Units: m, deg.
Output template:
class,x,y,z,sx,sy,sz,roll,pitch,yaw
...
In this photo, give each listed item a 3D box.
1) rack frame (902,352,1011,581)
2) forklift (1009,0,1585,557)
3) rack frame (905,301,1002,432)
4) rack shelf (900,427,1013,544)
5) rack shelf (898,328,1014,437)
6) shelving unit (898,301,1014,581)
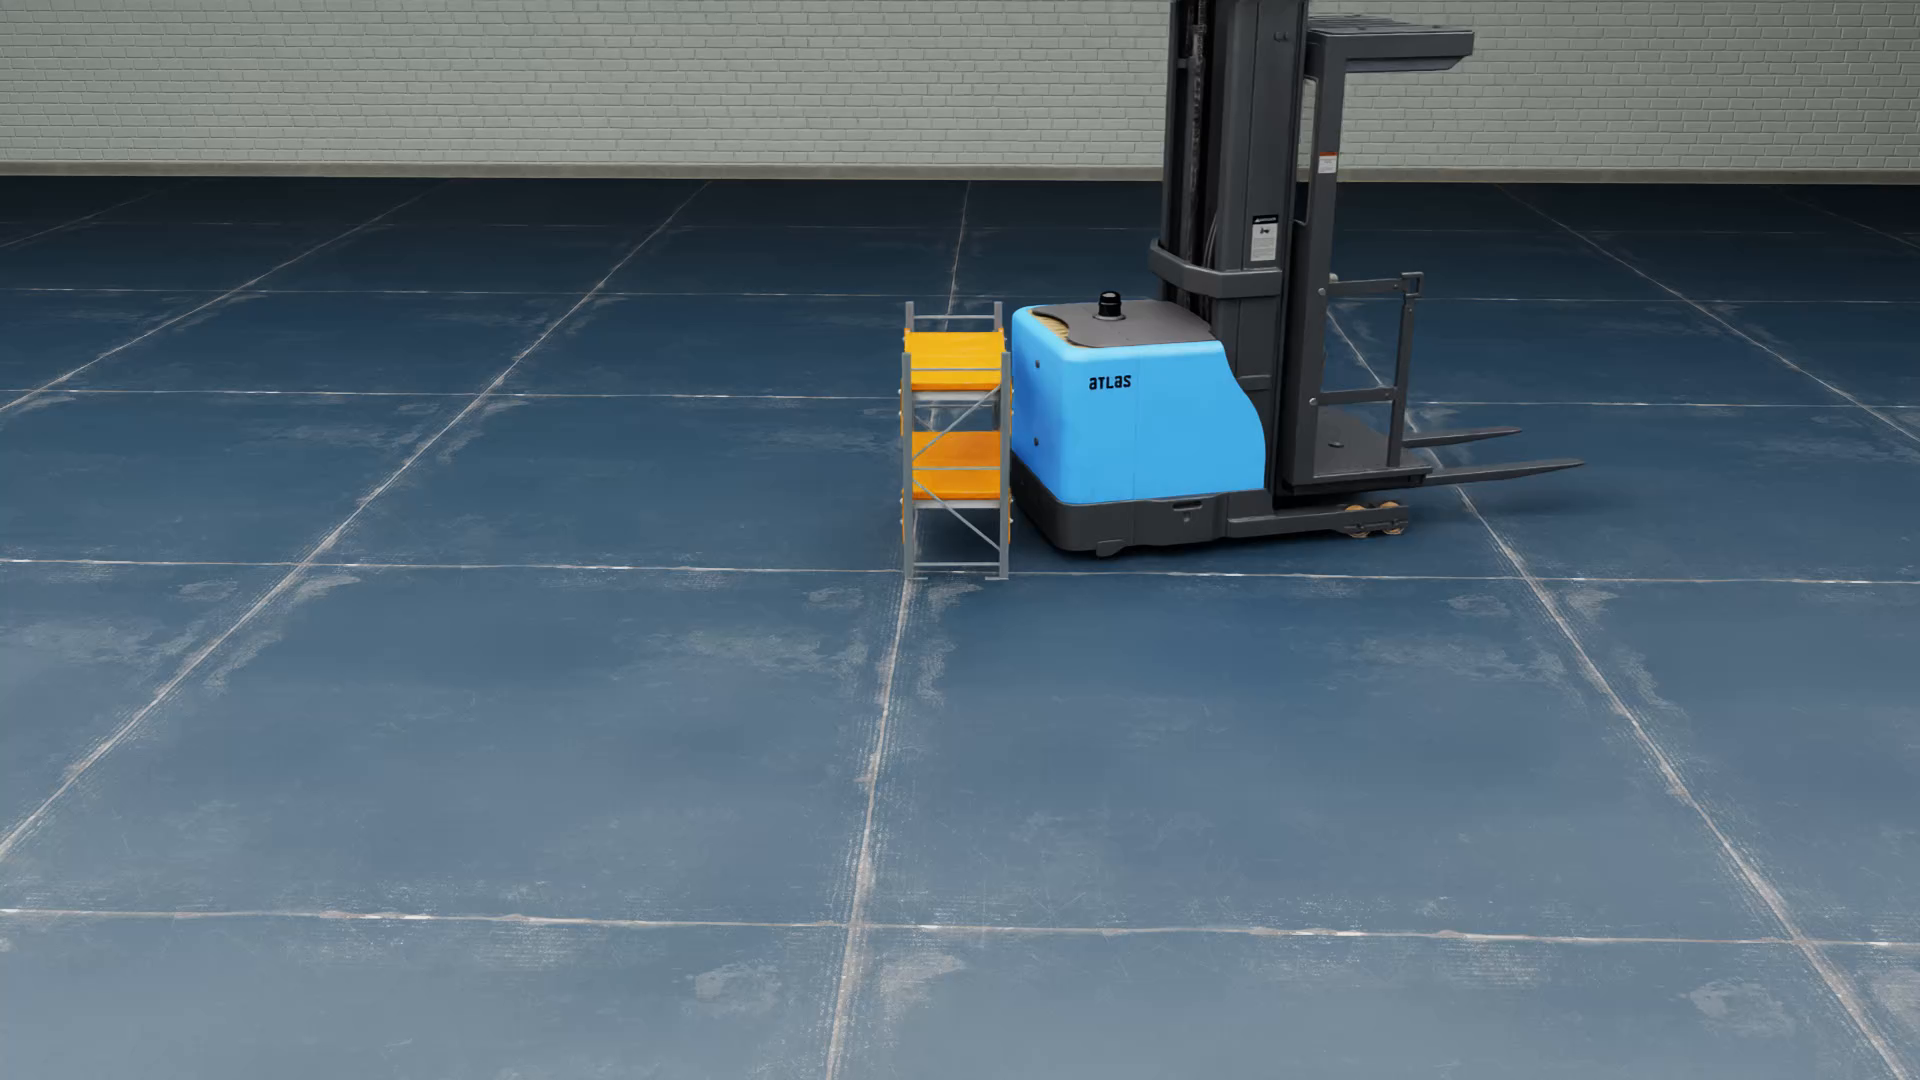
class,x,y,z,sx,sy,sz,roll,pitch,yaw
rack frame,-0.017,-0.334,7.835,0.500,1.125,0.032,0,21,-1
forklift,1.833,-1.555,8.485,3.031,2.935,1.130,-5,22,-13
rack frame,-0.031,-0.702,8.783,0.500,1.125,0.032,0,21,-1
rack shelf,-0.024,-0.290,8.397,0.538,0.278,1.000,0,21,-1
rack shelf,-0.024,-0.791,8.203,0.538,0.278,1.000,0,21,-1
shelving unit,-0.024,-0.518,8.309,0.538,1.125,1.048,0,21,-1
